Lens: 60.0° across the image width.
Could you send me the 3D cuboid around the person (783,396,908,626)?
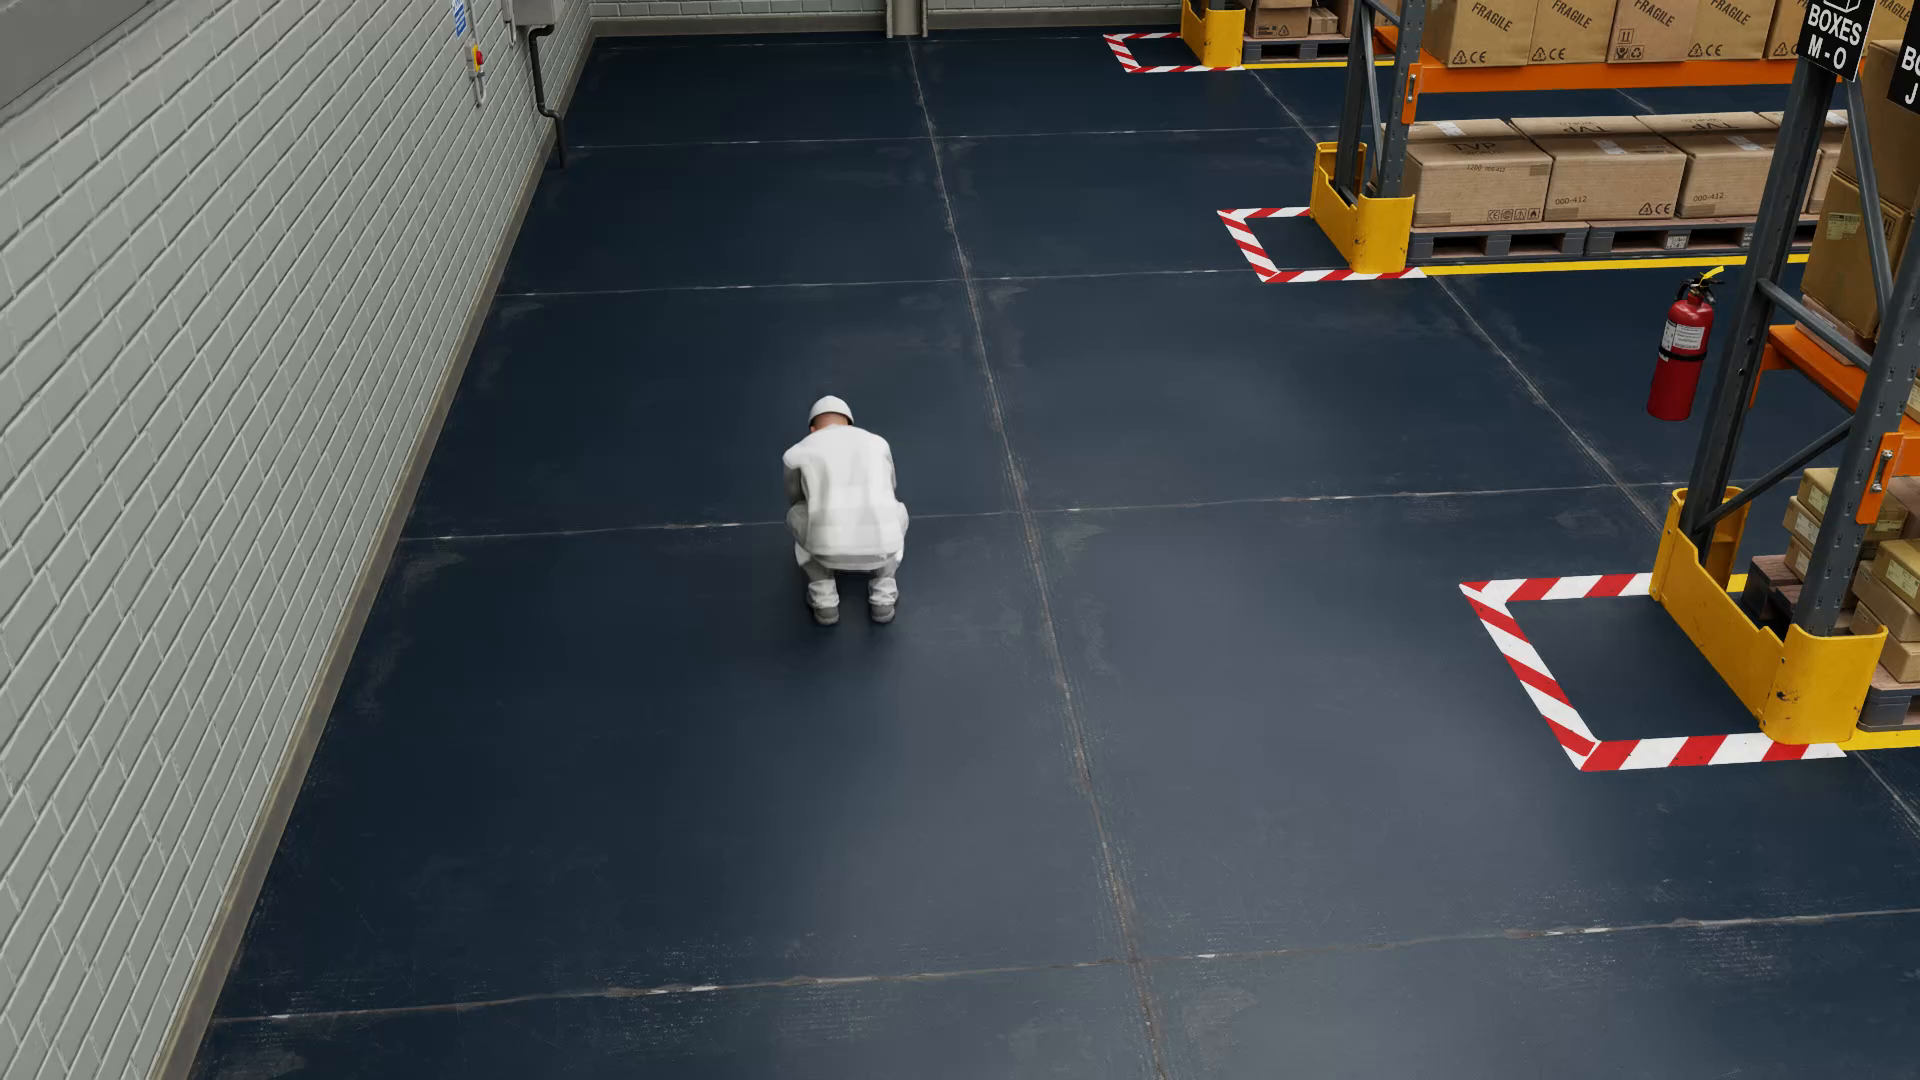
[{"bbox_3d":[-0.498,-0.086,7.317,0.538,0.856,0.933,-3,31,-5],"label":"person"}]
